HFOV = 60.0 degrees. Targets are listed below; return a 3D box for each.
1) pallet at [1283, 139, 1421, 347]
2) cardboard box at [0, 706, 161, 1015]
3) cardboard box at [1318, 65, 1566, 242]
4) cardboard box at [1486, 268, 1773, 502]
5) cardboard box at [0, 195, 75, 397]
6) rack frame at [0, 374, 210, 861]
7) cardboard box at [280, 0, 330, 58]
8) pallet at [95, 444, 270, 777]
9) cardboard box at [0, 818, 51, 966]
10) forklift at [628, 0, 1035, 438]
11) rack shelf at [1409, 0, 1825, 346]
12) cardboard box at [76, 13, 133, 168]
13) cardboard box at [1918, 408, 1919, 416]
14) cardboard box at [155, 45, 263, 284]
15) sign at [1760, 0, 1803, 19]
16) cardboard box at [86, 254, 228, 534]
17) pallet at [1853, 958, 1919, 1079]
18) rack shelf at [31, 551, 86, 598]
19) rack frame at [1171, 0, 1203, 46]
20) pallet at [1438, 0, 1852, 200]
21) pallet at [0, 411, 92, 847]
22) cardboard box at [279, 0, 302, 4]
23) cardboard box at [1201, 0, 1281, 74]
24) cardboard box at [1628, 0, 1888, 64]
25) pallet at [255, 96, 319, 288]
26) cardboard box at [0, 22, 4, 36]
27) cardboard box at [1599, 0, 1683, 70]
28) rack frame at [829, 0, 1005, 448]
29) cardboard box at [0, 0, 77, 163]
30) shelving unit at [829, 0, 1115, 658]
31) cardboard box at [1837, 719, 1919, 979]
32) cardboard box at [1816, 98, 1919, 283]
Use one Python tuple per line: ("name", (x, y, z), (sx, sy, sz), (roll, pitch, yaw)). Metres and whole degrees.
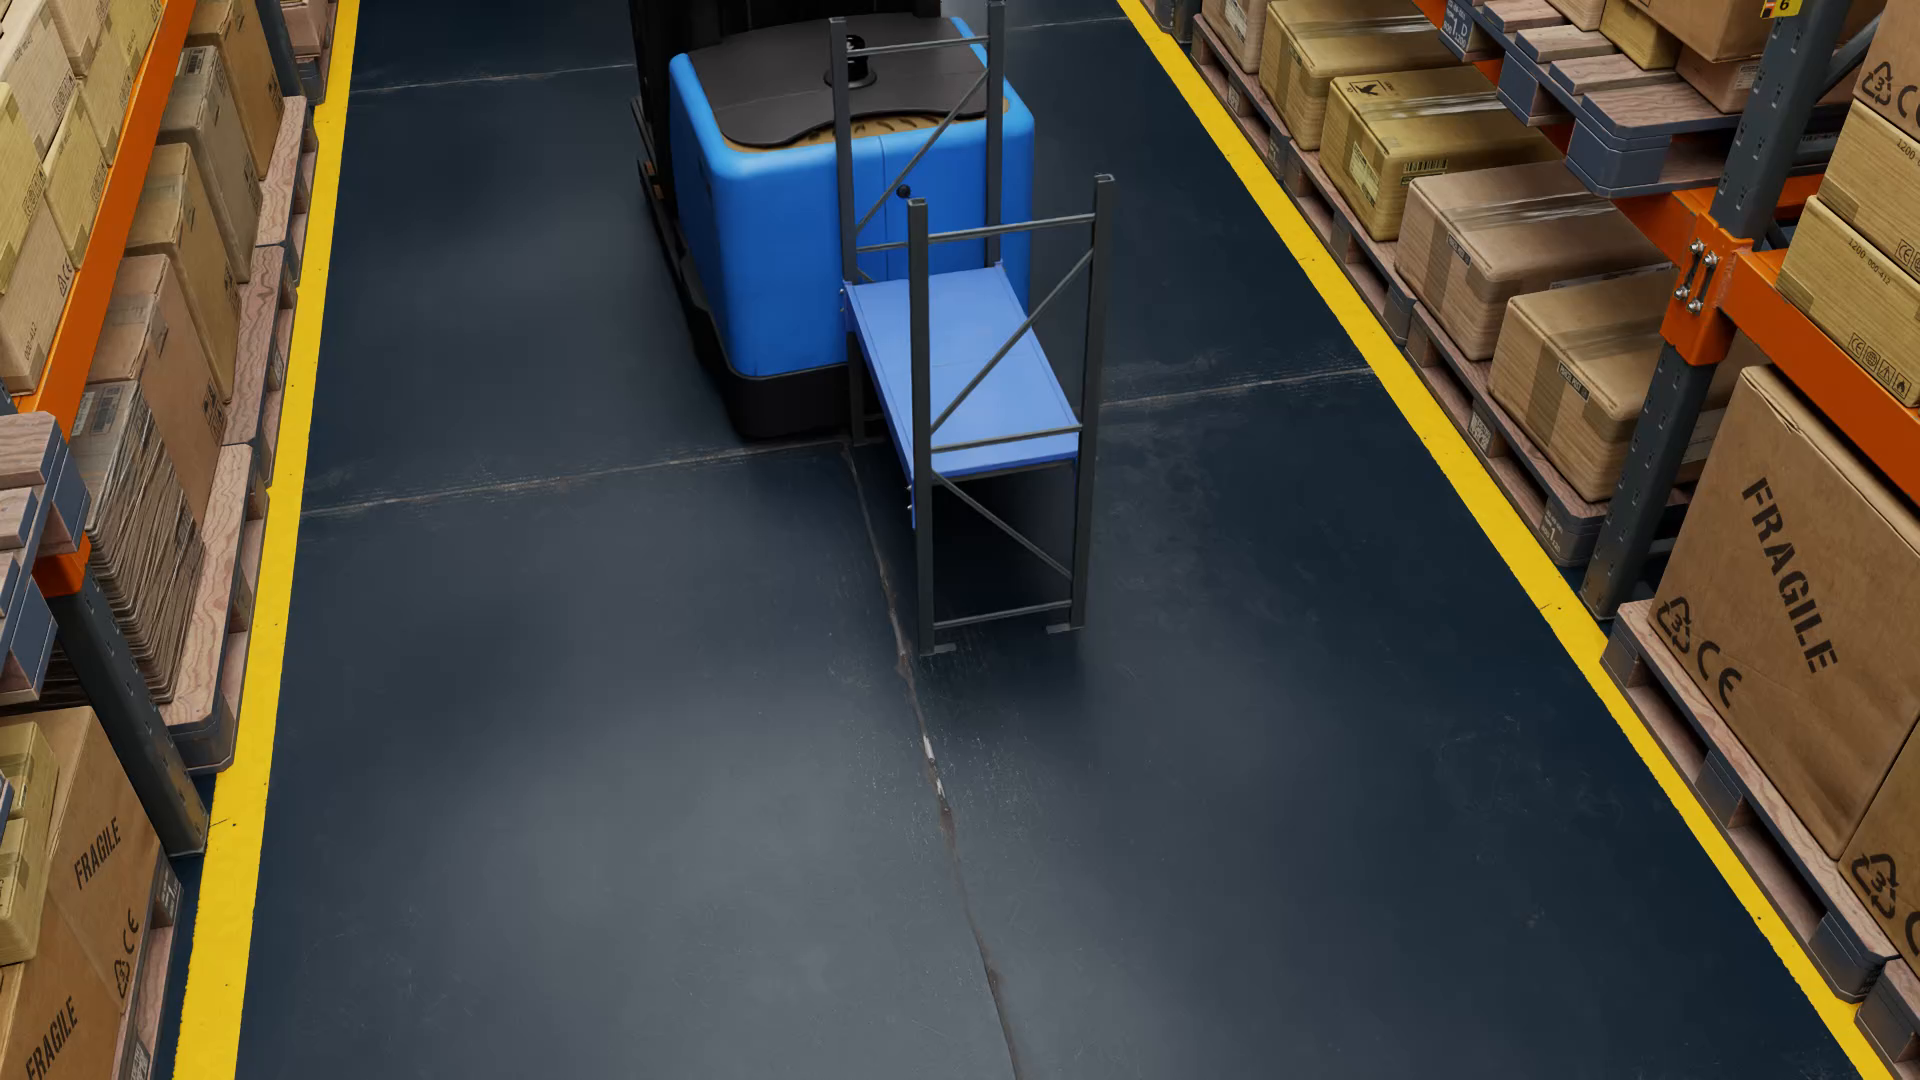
("pallet", (1.953, -1.238, 6.485), (1.003, 0.211, 1.213), (-8, 42, -9))
("cardboard box", (-2.165, 0.750, 3.712), (0.500, 0.500, 0.500), (-7, 42, -8))
("cardboard box", (1.942, -1.496, 6.339), (0.950, 0.372, 0.625), (-7, 42, -8))
("cardboard box", (2.268, -0.527, 5.247), (0.950, 0.372, 0.625), (-11, 43, -12))
("cardboard box", (-2.323, -0.537, 3.709), (0.500, 0.250, 0.500), (-8, 42, -9))
("rack frame", (-2.466, -0.271, 3.296), (1.000, 3.000, 0.127), (-8, 42, -9))
("cardboard box", (-3.110, -2.353, 7.397), (0.500, 0.250, 0.500), (-8, 42, -9))
("pallet", (-2.606, 0.233, 4.829), (1.003, 0.211, 1.213), (-8, 42, -9))
("cardboard box", (-2.023, 0.721, 3.257), (0.380, 0.149, 0.250), (-10, 43, -12))
("forklift", (-0.678, -2.427, 5.776), (1.130, 2.935, 3.031), (-12, 43, -13))
("rack shelf", (1.948, -2.012, 5.799), (1.077, 0.370, 4.000), (-8, 42, -9))
("cardboard box", (-2.545, -1.197, 4.452), (0.500, 0.250, 0.500), (-10, 42, -11))
("cardboard box", (2.368, -0.245, 3.379), (0.500, 0.250, 0.500), (-9, 42, -11))
("cardboard box", (-3.046, -1.292, 5.918), (0.875, 0.625, 0.625), (-9, 42, -10))
("sign", (1.852, -1.304, 3.647), (0.100, 0.325, 0.005), (-8, 42, -9))
("cardboard box", (-2.736, -0.369, 4.878), (0.875, 0.625, 0.625), (-7, 42, -8))
("pallet", (2.736, 1.369, 3.548), (1.003, 0.211, 1.213), (-8, 42, -9))
("rack shelf", (-2.034, 1.295, 2.074), (1.077, 0.370, 4.000), (-8, 42, -9))
("rack frame", (1.517, -3.577, 7.021), (1.000, 3.000, 0.127), (-8, 42, -9))
("pallet", (2.122, -1.360, 4.667), (1.213, 0.211, 1.003), (-8, 42, -9))
("pallet", (-2.251, 0.230, 2.876), (1.213, 0.211, 1.003), (-8, 42, -9))
("cardboard box", (-3.132, -2.537, 7.227), (0.500, 0.250, 0.500), (-9, 42, -9))
("cardboard box", (1.632, -2.412, 7.371), (0.950, 0.372, 0.625), (-8, 42, -9))
("cardboard box", (2.010, -1.545, 4.115), (0.500, 0.500, 0.500), (-9, 42, -11))
("pallet", (-3.132, -1.349, 6.611), (1.003, 0.211, 1.213), (-8, 42, -9))
("cardboard box", (-2.386, -1.135, 3.706), (0.380, 0.149, 0.250), (-7, 42, -8))
("cardboard box", (1.951, -1.390, 4.429), (0.380, 0.149, 0.250), (-8, 42, -9))
("rack frame", (-0.119, -0.921, 5.157), (0.500, 1.500, 0.032), (-9, 42, -10))
("cardboard box", (-2.430, -1.049, 3.909), (0.500, 0.250, 0.500), (-7, 42, -8))
("shelving unit", (0.002, -0.593, 4.788), (0.538, 1.500, 1.048), (-9, 42, -10))
("cardboard box", (2.636, 0.691, 3.496), (0.875, 0.875, 0.875), (-8, 42, -9))
("cardboard box", (2.248, -0.752, 3.574), (0.500, 0.250, 0.500), (-9, 42, -10))
